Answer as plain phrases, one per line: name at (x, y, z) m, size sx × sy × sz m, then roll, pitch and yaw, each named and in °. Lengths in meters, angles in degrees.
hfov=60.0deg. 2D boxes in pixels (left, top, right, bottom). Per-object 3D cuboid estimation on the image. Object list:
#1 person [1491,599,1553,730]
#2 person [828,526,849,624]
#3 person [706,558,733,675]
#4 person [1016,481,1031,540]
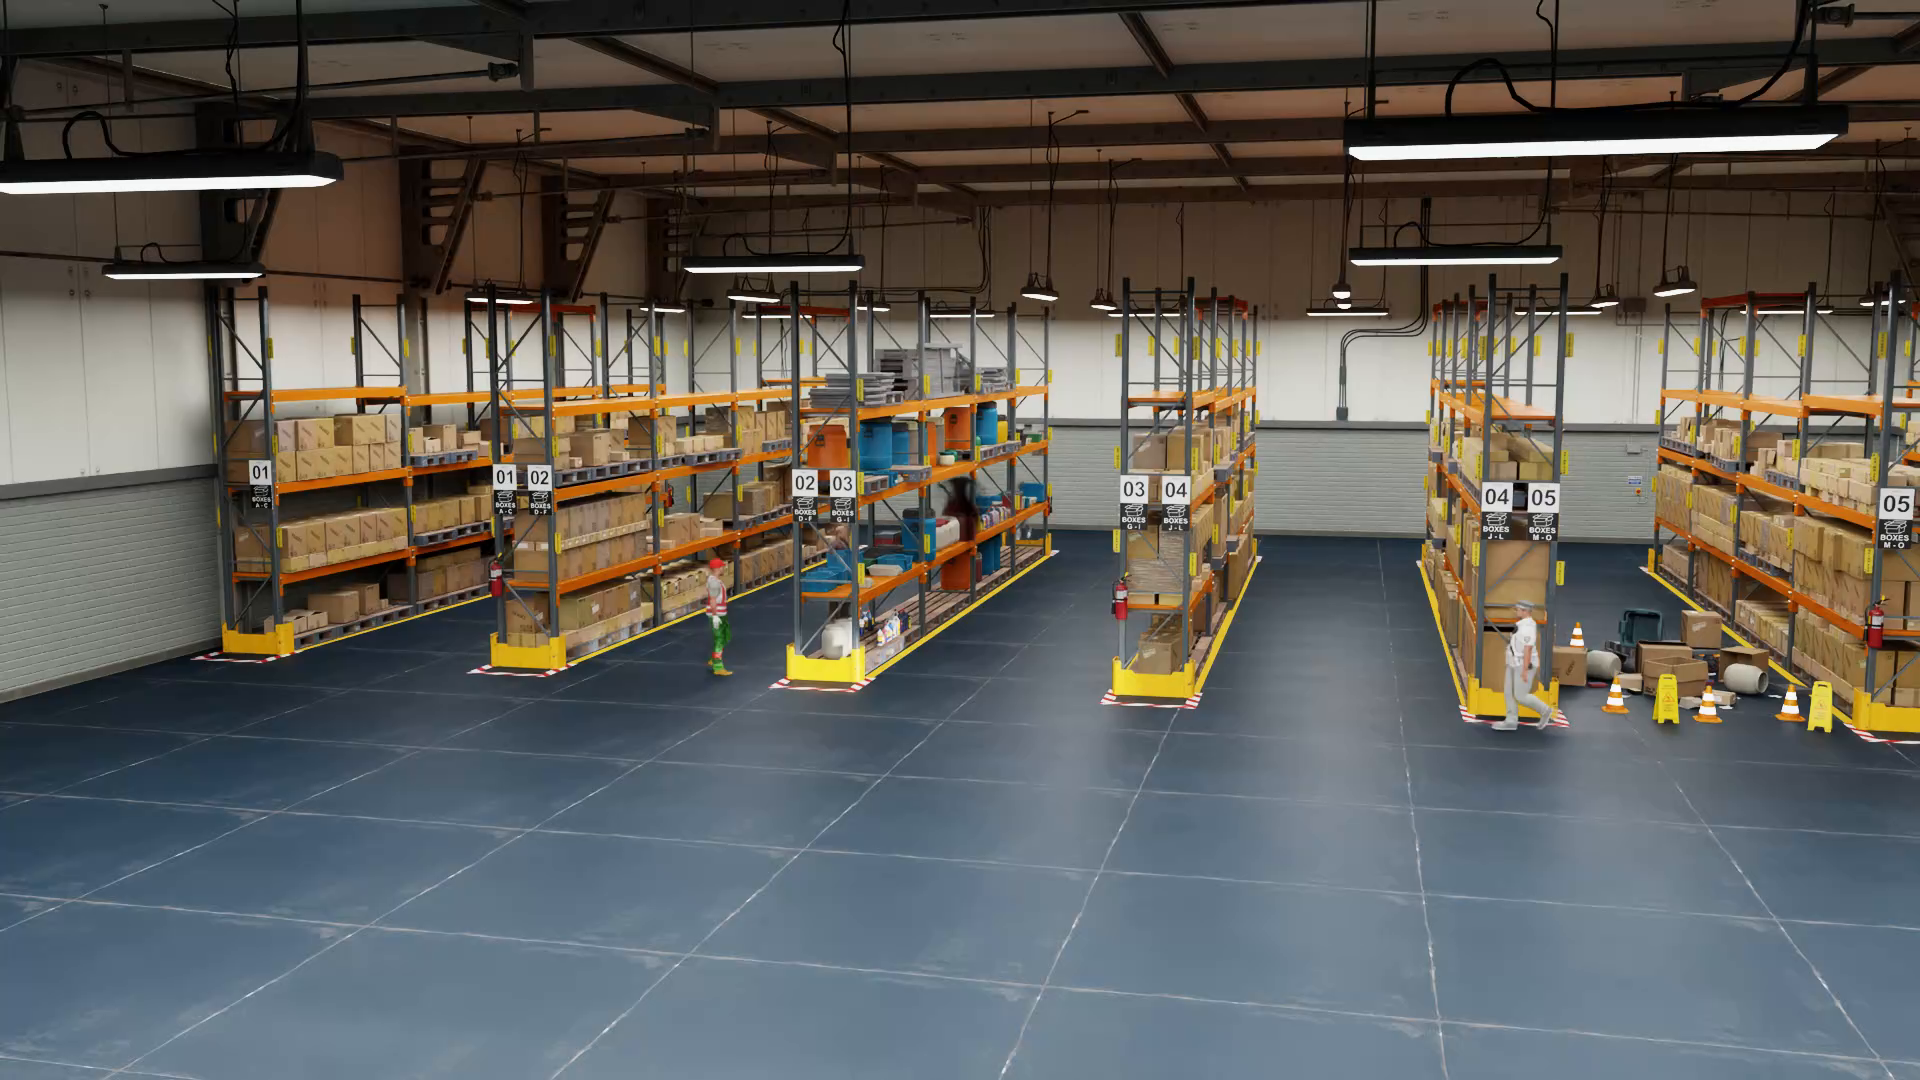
person at (7.363, 1.638, 21.691) m, size 0.672 × 1.748 × 0.530 m, roll -1°, pitch 7°, yaw -11°
person at (-2.165, 0.734, 30.290) m, size 0.460 × 1.605 × 0.604 m, roll 4°, pitch 7°, yaw 29°
person at (-3.729, 1.180, 25.679) m, size 0.437 × 1.802 × 0.649 m, roll 0°, pitch 7°, yaw -1°
person at (1.631, -0.745, 43.176) m, size 0.425 × 1.579 × 0.761 m, roll 2°, pitch 7°, yaw 18°
